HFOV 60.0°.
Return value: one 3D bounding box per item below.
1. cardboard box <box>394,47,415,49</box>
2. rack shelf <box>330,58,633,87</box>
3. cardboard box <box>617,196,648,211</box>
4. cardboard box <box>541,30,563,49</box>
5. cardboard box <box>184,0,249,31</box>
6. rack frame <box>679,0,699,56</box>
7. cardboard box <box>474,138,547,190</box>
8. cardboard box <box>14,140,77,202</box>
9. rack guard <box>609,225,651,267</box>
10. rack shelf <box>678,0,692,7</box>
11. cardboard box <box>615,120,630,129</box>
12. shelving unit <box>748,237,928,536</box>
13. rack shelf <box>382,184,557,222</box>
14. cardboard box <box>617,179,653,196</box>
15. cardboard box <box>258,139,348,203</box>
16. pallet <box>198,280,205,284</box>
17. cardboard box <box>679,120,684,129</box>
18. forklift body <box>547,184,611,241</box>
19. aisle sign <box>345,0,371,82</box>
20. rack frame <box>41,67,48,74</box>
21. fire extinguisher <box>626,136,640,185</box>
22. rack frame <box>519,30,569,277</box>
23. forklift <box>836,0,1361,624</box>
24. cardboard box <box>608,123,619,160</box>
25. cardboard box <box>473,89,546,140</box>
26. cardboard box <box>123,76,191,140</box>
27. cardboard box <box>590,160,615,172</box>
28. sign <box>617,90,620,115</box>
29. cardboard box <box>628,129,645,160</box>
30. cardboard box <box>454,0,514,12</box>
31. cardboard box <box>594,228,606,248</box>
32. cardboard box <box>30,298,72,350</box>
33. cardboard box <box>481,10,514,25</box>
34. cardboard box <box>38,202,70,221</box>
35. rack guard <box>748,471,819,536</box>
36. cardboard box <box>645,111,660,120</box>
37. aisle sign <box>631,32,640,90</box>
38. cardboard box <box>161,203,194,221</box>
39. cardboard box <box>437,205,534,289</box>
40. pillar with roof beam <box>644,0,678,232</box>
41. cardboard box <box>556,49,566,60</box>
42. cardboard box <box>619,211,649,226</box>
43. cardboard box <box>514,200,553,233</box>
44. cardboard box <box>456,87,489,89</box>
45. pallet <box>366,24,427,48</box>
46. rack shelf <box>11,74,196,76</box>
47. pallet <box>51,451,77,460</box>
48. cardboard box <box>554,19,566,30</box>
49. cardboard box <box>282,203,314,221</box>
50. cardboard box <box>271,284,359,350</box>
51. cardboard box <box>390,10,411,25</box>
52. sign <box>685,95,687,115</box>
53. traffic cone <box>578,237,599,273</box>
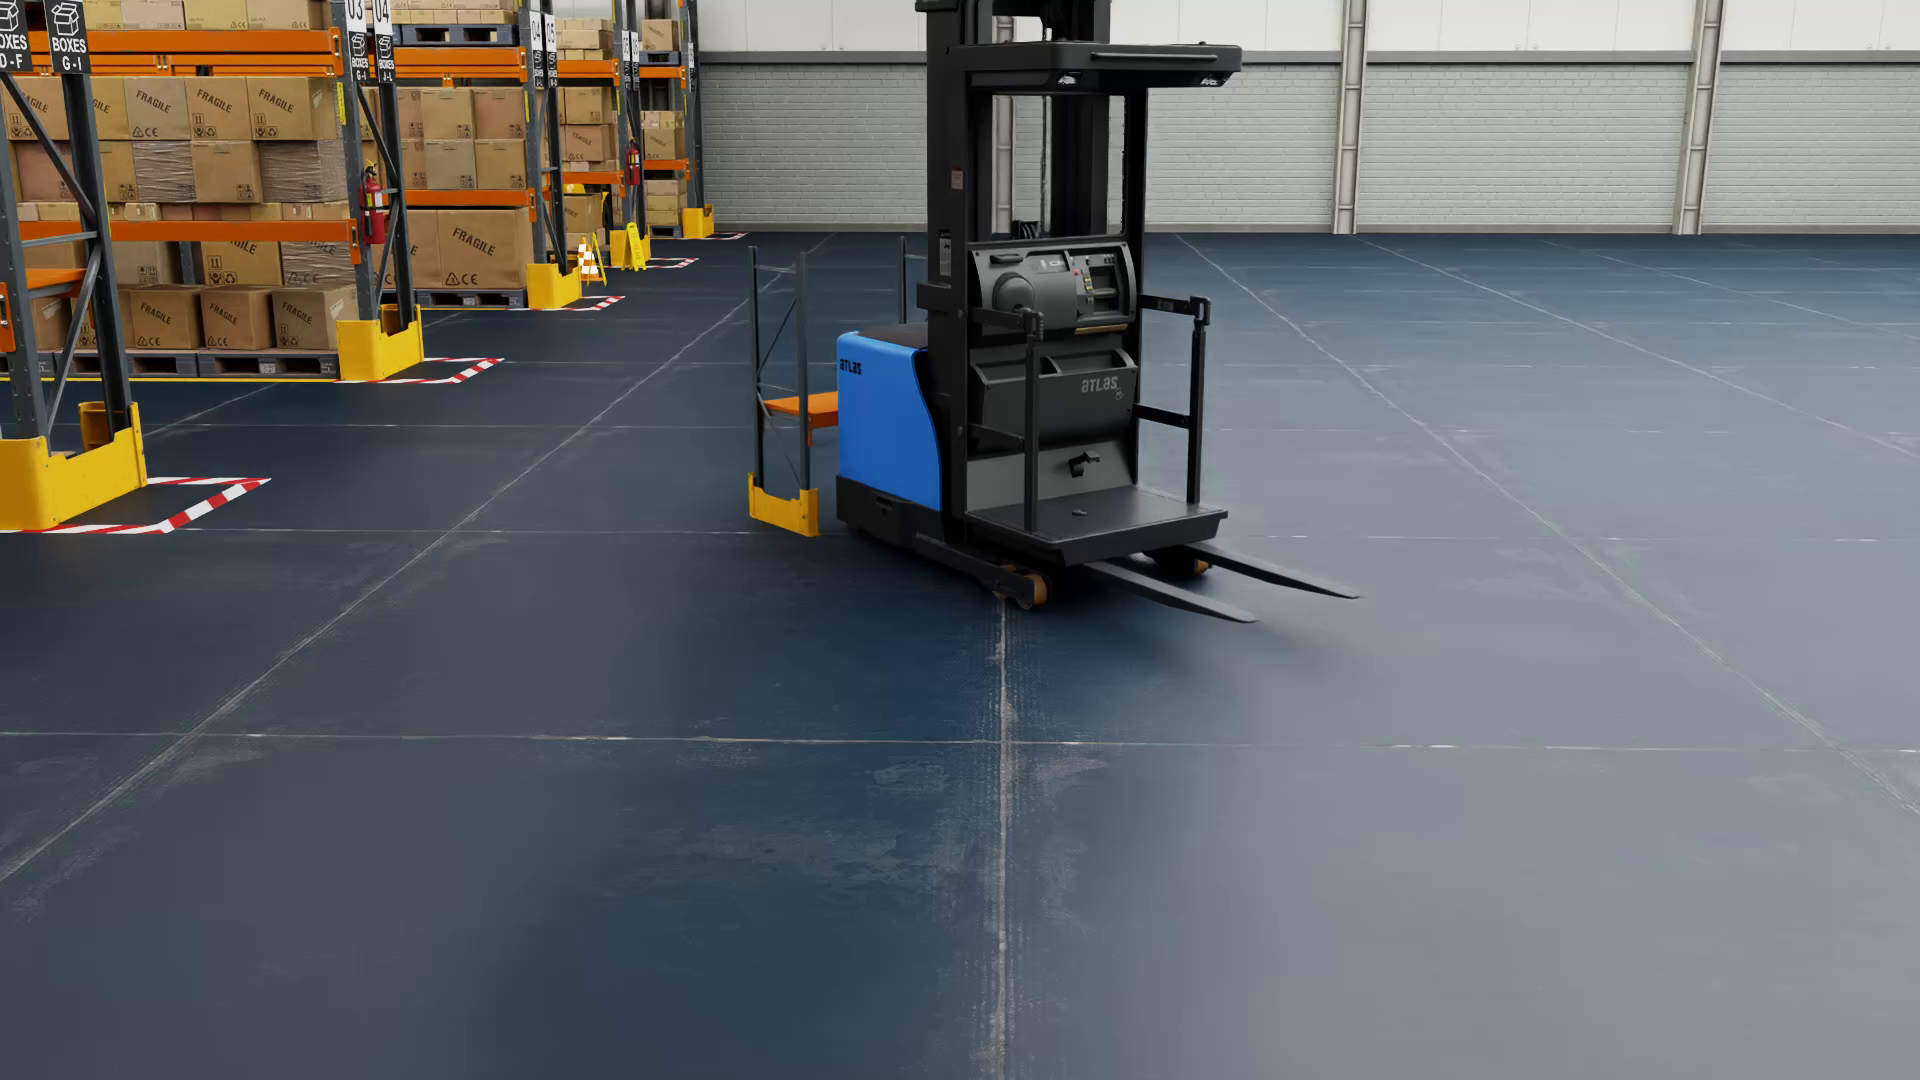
[{"bbox_3d":[-7.721,-6.928,23.050,0.500,0.250,0.500,0,15,1],"label":"cardboard box"},{"bbox_3d":[-6.670,-6.569,23.390,4.000,0.370,1.077,0,15,1],"label":"rack shelf"},{"bbox_3d":[-5.543,-5.765,28.396,0.500,0.250,0.500,0,15,1],"label":"cardboard box"},{"bbox_3d":[-5.692,-6.917,23.009,0.500,0.250,0.500,0,15,1],"label":"cardboard box"},{"bbox_3d":[-5.911,-4.245,13.465,0.500,0.250,0.500,0,15,2],"label":"cardboard box"},{"bbox_3d":[-4.548,-9.621,27.665,0.127,3.000,1.000,0,15,1],"label":"rack frame"},{"bbox_3d":[-5.068,-4.254,18.791,0.550,0.550,0.875,0,15,1],"label":"cardboard box"},{"bbox_3d":[-7.473,-3.136,14.069,0.500,0.500,0.875,0,15,1],"label":"cardboard box"},{"bbox_3d":[-4.747,-4.246,23.953,0.348,0.500,1.175,0,15,1],"label":"rack guard"},{"bbox_3d":[-6.547,-9.092,27.857,4.000,0.370,1.077,0,15,1],"label":"rack shelf"},{"bbox_3d":[-5.663,-7.028,28.132,0.250,0.149,0.380,0,15,1],"label":"cardboard box"},{"bbox_3d":[-0.587,-0.890,9.272,1.083,1.500,0.587,-12,19,-38],"label":"shelving unit"},{"bbox_3d":[-6.695,-3.856,18.986,4.000,0.370,1.077,0,15,1],"label":"rack shelf"},{"bbox_3d":[-5.526,-6.002,28.316,0.500,0.250,0.500,1,15,2],"label":"cardboard box"},{"bbox_3d":[-5.473,-3.129,14.042,0.500,0.500,0.875,0,15,1],"label":"cardboard box"},{"bbox_3d":[-9.468,-2.854,19.245,1.213,0.211,1.003,0,15,1],"label":"pallet"},{"bbox_3d":[-4.880,-7.150,28.594,0.250,0.149,0.380,0,15,0],"label":"cardboard box"},{"bbox_3d":[-6.490,-5.856,26.822,1.214,2.155,2.313,0,15,1],"label":"forklift body"},{"bbox_3d":[-4.869,-4.107,13.430,0.004,0.787,0.394,0,15,1],"label":"aisle sign"},{"bbox_3d":[-12.668,-5.506,23.829,0.127,3.000,1.000,0,15,1],"label":"rack frame"},{"bbox_3d":[-4.568,-5.298,23.194,0.183,0.674,0.296,0,15,1],"label":"fire extinguisher"},{"bbox_3d":[-4.696,-4.191,18.845,0.127,3.000,1.000,0,15,1],"label":"rack frame"},{"bbox_3d":[0.579,-1.236,7.779,1.130,2.935,3.031,-10,18,-33],"label":"forklift"},{"bbox_3d":[-5.137,-5.720,23.861,0.500,0.500,0.500,0,15,1],"label":"cardboard box"},{"bbox_3d":[-5.066,-4.798,18.734,0.550,0.550,0.875,0,15,1],"label":"cardboard box"},{"bbox_3d":[-6.480,-3.549,13.671,0.500,0.500,0.500,0,15,1],"label":"cardboard box"},{"bbox_3d":[-5.050,-5.280,23.466,0.250,0.149,0.380,1,15,3],"label":"cardboard box"},{"bbox_3d":[-4.705,-6.025,22.908,0.005,0.325,0.100,0,15,1],"label":"sign"},{"bbox_3d":[-5.565,-6.710,28.197,0.500,0.500,0.500,1,15,3],"label":"cardboard box"},{"bbox_3d":[-5.192,-5.896,18.119,0.500,0.250,0.500,1,15,2],"label":"cardboard box"},{"bbox_3d":[-5.470,-4.403,24.216,0.500,0.250,0.500,0,15,1],"label":"cardboard box"},{"bbox_3d":[-7.951,-1.933,14.362,0.500,0.500,0.500,5,16,19],"label":"cardboard box"},{"bbox_3d":[-5.037,-5.687,18.108,0.250,0.149,0.380,0,15,1],"label":"cardboard box"},{"bbox_3d":[-7.465,-2.751,13.881,0.250,0.149,0.380,0,15,1],"label":"cardboard box"},{"bbox_3d":[-0.972,-0.204,9.125,0.087,0.250,0.587,-12,19,-38],"label":"rack guard"},{"bbox_3d":[-5.158,-7.168,28.078,0.250,0.149,0.380,0,15,2],"label":"cardboard box"},{"bbox_3d":[-4.601,-6.790,23.598,0.004,0.787,0.394,0,15,1],"label":"aisle sign"},{"bbox_3d":[-6.464,-2.758,13.907,0.250,0.149,0.380,0,15,1],"label":"cardboard box"},{"bbox_3d":[-5.376,-3.354,19.015,0.875,0.875,0.875,0,15,2],"label":"cardboard box"},{"bbox_3d":[-5.330,-8.757,24.392,0.400,9.000,9.100,0,15,1],"label":"pillar with roof beam"},{"bbox_3d":[-5.549,-6.717,23.034,0.250,0.149,0.380,1,15,3],"label":"cardboard box"},{"bbox_3d":[-5.522,-5.521,28.455,0.500,0.250,0.500,0,15,1],"label":"cardboard box"},{"bbox_3d":[-6.000,-4.631,23.611,0.500,0.500,0.500,1,15,4],"label":"cardboard box"},{"bbox_3d":[-6.700,-6.098,23.335,0.500,0.500,0.700,0,15,1],"label":"cardboard box"},{"bbox_3d":[-6.661,-5.608,18.509,1.213,0.211,1.003,0,15,1],"label":"pallet"},{"bbox_3d":[-14.544,-7.887,28.386,4.000,0.370,1.077,0,15,1],"label":"rack shelf"},{"bbox_3d":[-5.939,-0.310,9.603,1.213,0.211,1.003,0,15,1],"label":"pallet"},{"bbox_3d":[-5.529,-7.104,22.935,0.250,0.149,0.380,0,15,1],"label":"cardboard box"},{"bbox_3d":[-5.464,-2.756,13.899,0.250,0.149,0.380,0,15,1],"label":"cardboard box"},{"bbox_3d":[-5.547,-1.929,14.350,0.500,0.500,0.500,3,15,12],"label":"cardboard box"},{"bbox_3d":[-6.055,-5.694,18.134,0.250,0.149,0.380,0,15,1],"label":"cardboard box"},{"bbox_3d":[-4.575,-7.256,27.728,0.005,0.325,0.100,0,15,1],"label":"sign"},{"bbox_3d":[-5.133,-3.901,22.719,0.334,0.463,0.336,0,15,1],"label":"traffic cone"}]
